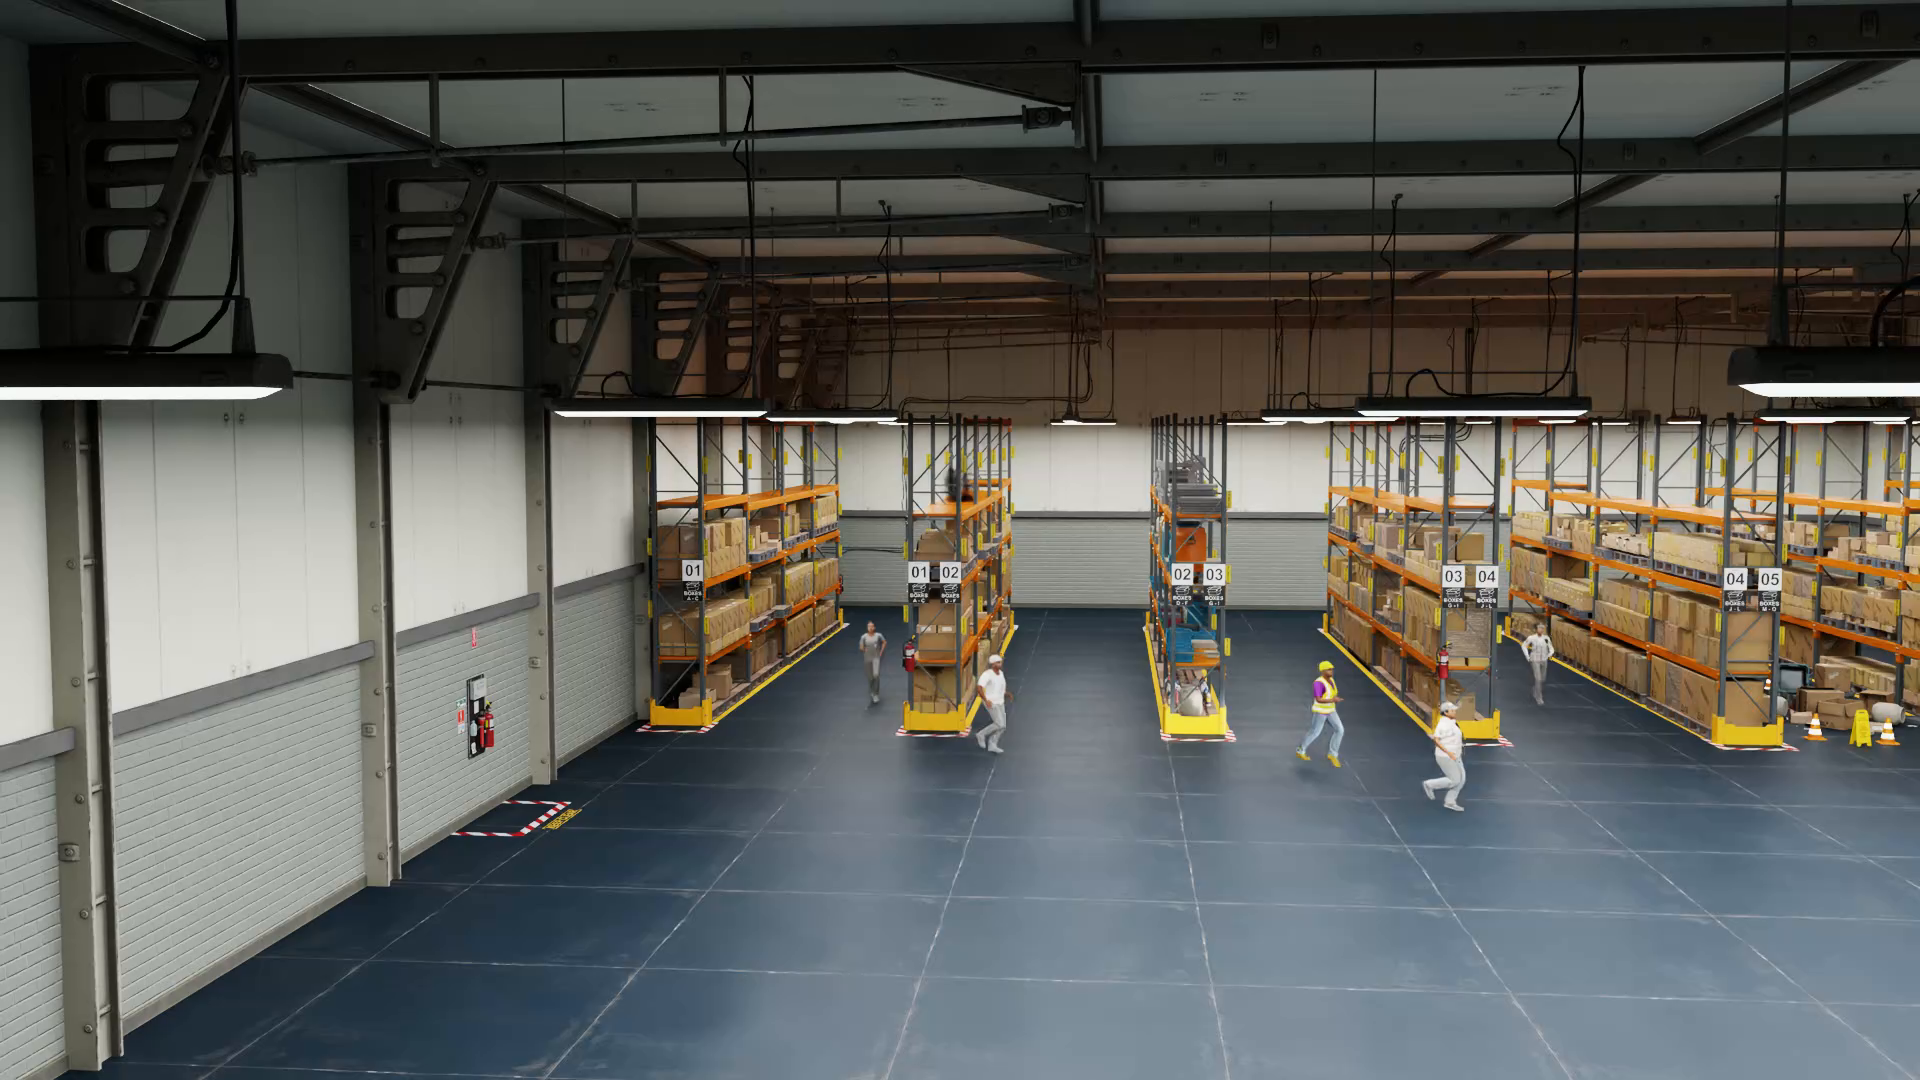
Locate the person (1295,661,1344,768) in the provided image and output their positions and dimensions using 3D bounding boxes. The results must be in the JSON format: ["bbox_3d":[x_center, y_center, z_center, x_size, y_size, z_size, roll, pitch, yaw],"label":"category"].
[{"bbox_3d":[6.159,2.946,28.215,0.895,1.811,0.709,4,5,44],"label":"person"}]

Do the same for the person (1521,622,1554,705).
[{"bbox_3d":[12.066,2.545,34.706,0.629,1.702,0.771,0,4,-2],"label":"person"}]

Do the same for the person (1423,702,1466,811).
[{"bbox_3d":[7.297,3.242,25.014,0.587,1.630,0.615,2,4,30],"label":"person"}]

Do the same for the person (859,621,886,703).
[{"bbox_3d":[-1.844,2.549,34.903,0.542,1.710,0.731,0,4,4],"label":"person"}]

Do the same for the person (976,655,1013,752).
[{"bbox_3d":[0.605,2.883,29.404,0.577,1.734,0.715,2,4,30],"label":"person"}]
